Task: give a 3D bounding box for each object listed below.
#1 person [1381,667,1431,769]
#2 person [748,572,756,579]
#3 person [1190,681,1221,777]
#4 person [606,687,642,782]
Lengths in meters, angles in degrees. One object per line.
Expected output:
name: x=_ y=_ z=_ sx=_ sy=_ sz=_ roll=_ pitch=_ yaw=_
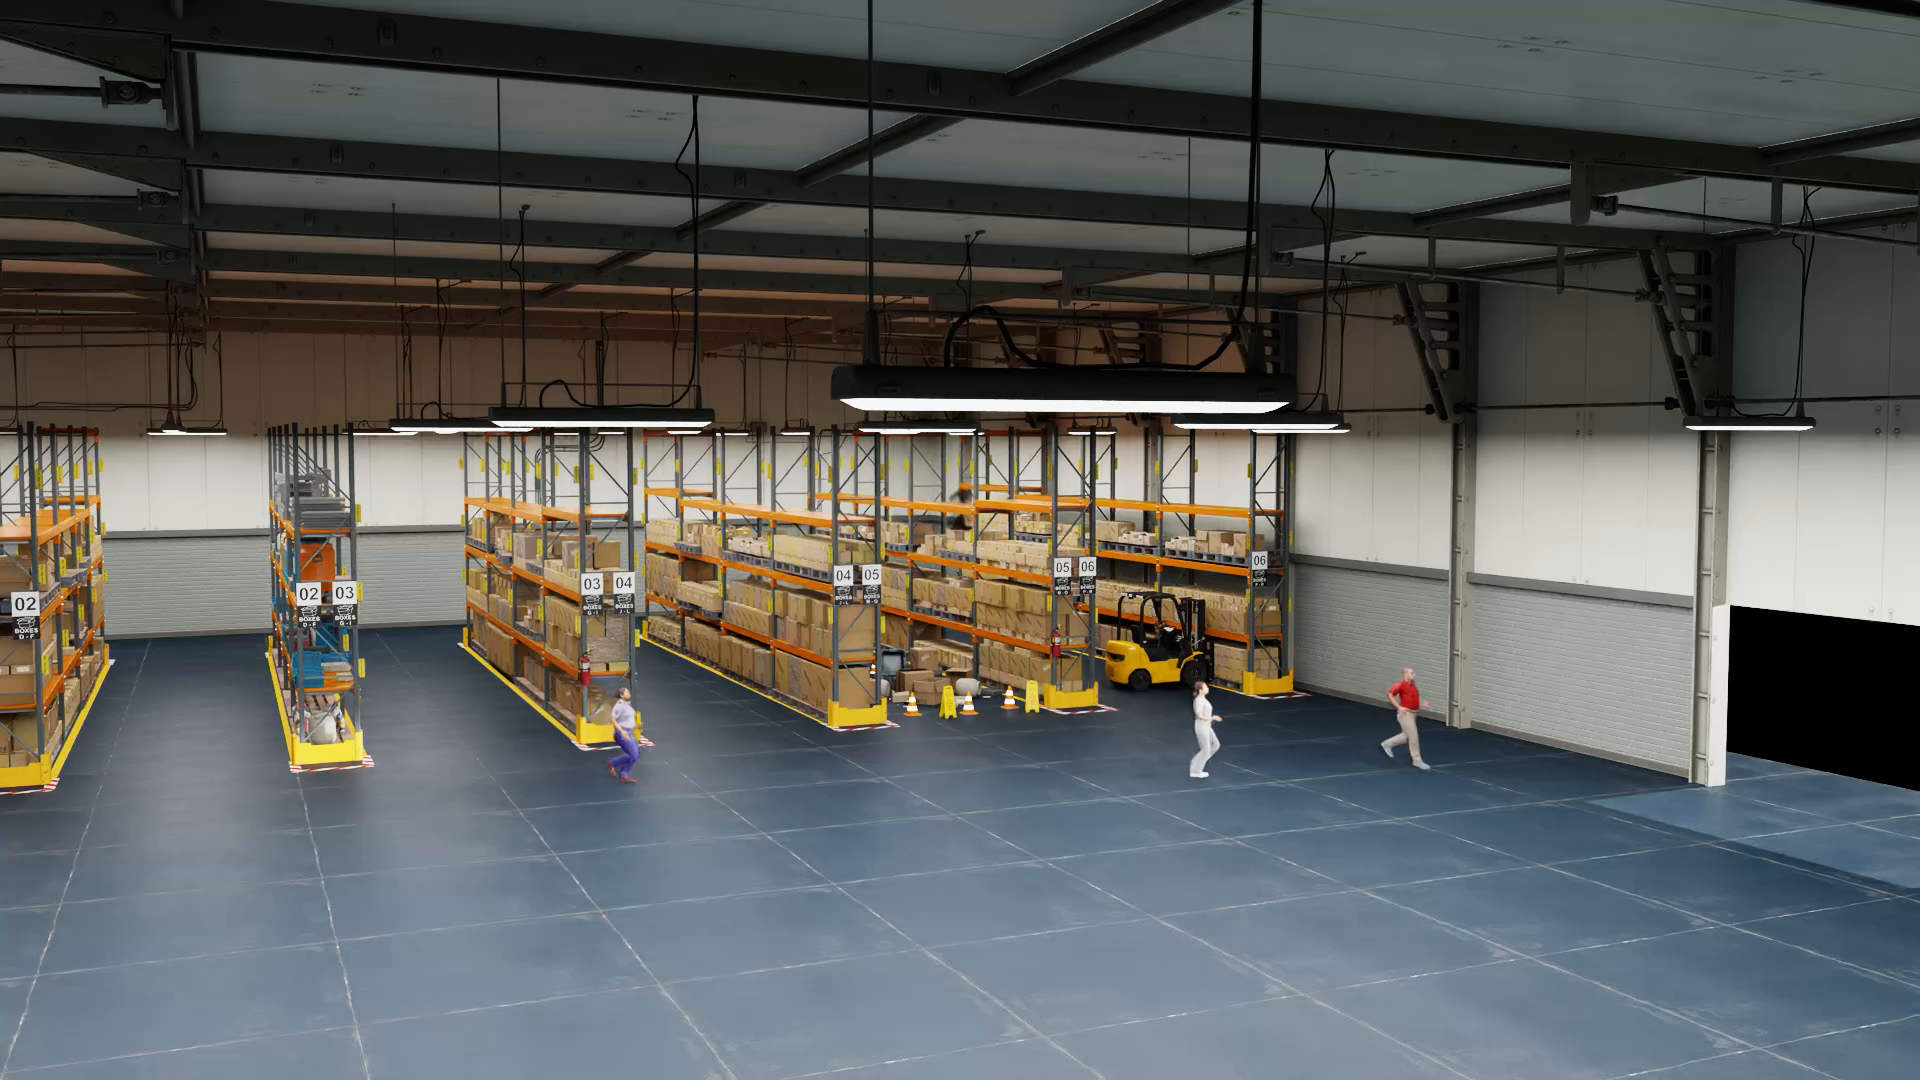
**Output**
person: x=7.797 y=3.093 z=29.077 sx=0.951 sy=1.737 sz=0.664 roll=3 pitch=4 yaw=37
person: x=-6.260 y=1.782 z=50.483 sx=0.701 sy=1.753 sz=0.684 roll=-2 pitch=4 yaw=-26
person: x=4.154 y=3.183 z=28.010 sx=0.544 sy=1.627 sz=0.554 roll=1 pitch=4 yaw=14
person: x=-5.582 y=3.236 z=27.655 sx=0.554 sy=1.596 sz=0.621 roll=0 pitch=3 yaw=2
